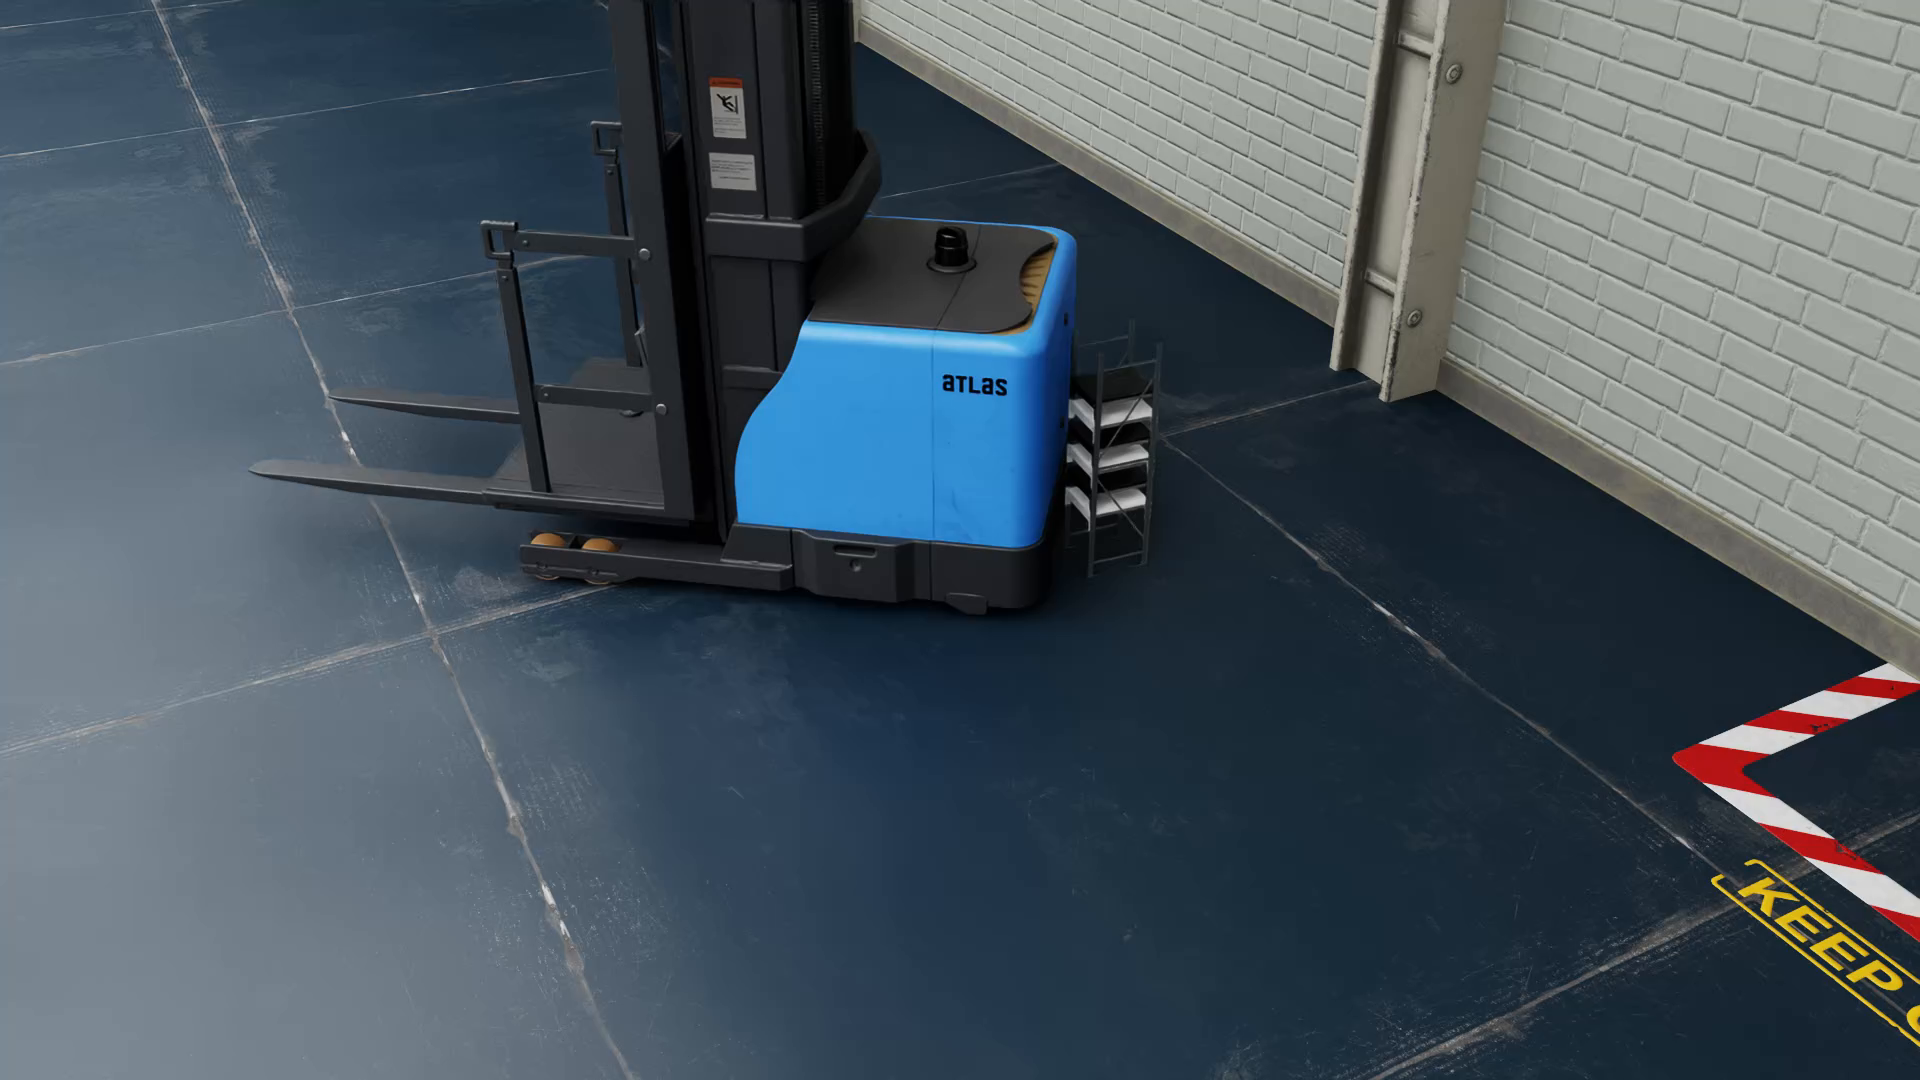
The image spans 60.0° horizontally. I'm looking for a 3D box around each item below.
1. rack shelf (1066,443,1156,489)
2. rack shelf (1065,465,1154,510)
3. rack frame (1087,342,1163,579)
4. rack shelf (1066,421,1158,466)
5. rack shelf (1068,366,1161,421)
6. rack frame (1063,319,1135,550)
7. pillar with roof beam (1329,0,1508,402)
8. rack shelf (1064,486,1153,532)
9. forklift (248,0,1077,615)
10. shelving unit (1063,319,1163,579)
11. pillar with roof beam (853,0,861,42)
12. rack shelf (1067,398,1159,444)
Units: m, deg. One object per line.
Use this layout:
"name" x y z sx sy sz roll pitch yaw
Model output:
"rack shelf" 0.535 -0.287 5.925 0.258 0.077 0.200 -12 35 -18
"rack shelf" 0.535 -0.211 5.974 0.258 0.077 0.200 -12 35 -18
"rack frame" 0.574 -0.264 5.828 0.240 0.900 0.006 -12 35 -18
"rack shelf" 0.535 -0.363 5.877 0.258 0.077 0.200 -12 35 -18
"rack shelf" 0.535 -0.514 5.780 0.258 0.077 0.200 -12 35 -18
"rack frame" 0.497 -0.366 5.987 0.240 0.900 0.006 -12 35 -18
"pillar with roof beam" -1.925 -3.432 3.265 9.100 9.000 0.400 -16 36 -23
"rack shelf" 0.535 -0.135 6.022 0.258 0.077 0.200 -12 35 -18
"forklift" -1.128 -1.346 5.633 3.031 2.935 1.130 5 33 8
"shelving unit" 0.535 -0.315 5.907 0.258 0.900 0.210 -12 35 -18
"pillar with roof beam" -4.722 -6.295 7.734 9.100 9.000 0.400 -16 36 -23
"rack shelf" 0.535 -0.438 5.828 0.258 0.077 0.200 -12 35 -18
